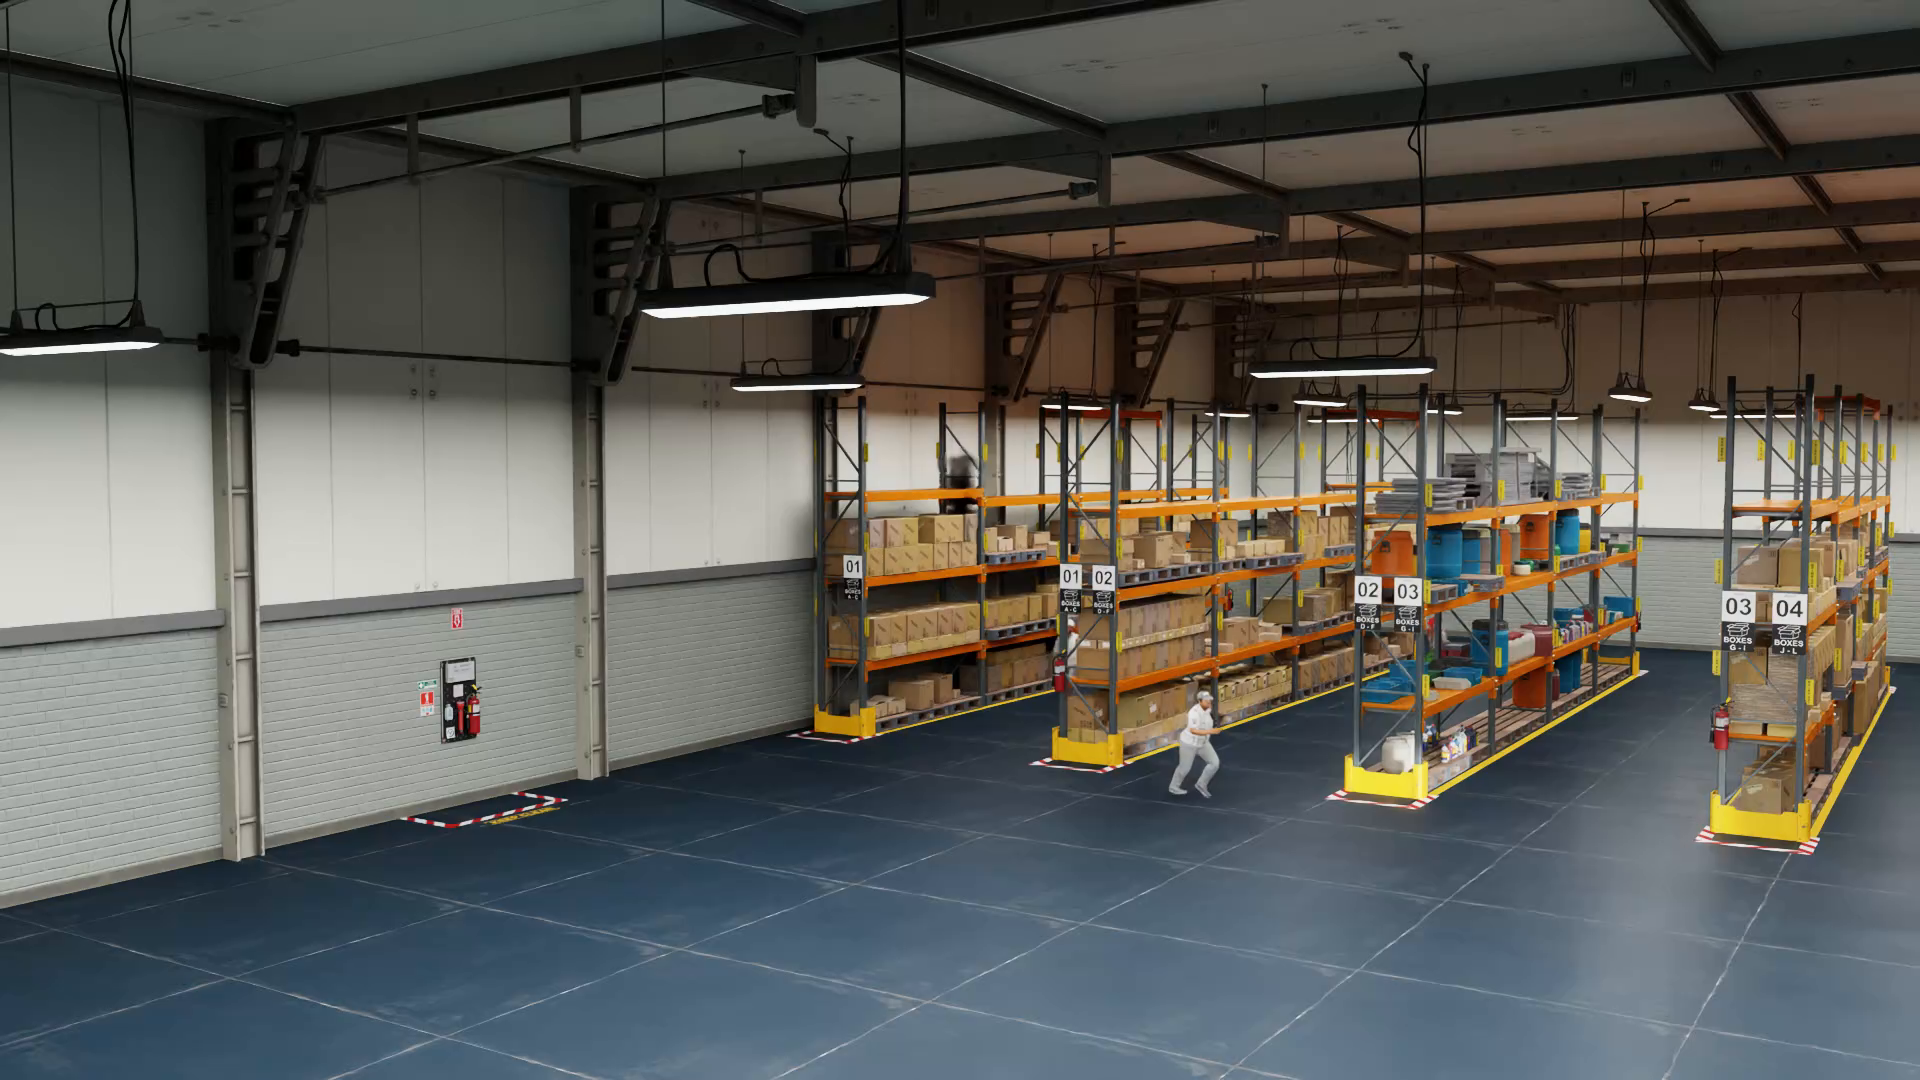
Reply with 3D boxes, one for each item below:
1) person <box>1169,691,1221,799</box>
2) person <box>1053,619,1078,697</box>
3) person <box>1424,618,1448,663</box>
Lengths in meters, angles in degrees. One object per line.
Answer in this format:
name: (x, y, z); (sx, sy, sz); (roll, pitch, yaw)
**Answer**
person: (3.423, 2.953, 23.998); (0.604, 1.609, 0.929); (-3, 4, -42)
person: (2.116, 2.432, 32.186); (0.633, 1.825, 0.829); (1, 3, 27)
person: (9.981, 2.371, 34.738); (1.105, 1.543, 0.673); (-3, 4, -44)
